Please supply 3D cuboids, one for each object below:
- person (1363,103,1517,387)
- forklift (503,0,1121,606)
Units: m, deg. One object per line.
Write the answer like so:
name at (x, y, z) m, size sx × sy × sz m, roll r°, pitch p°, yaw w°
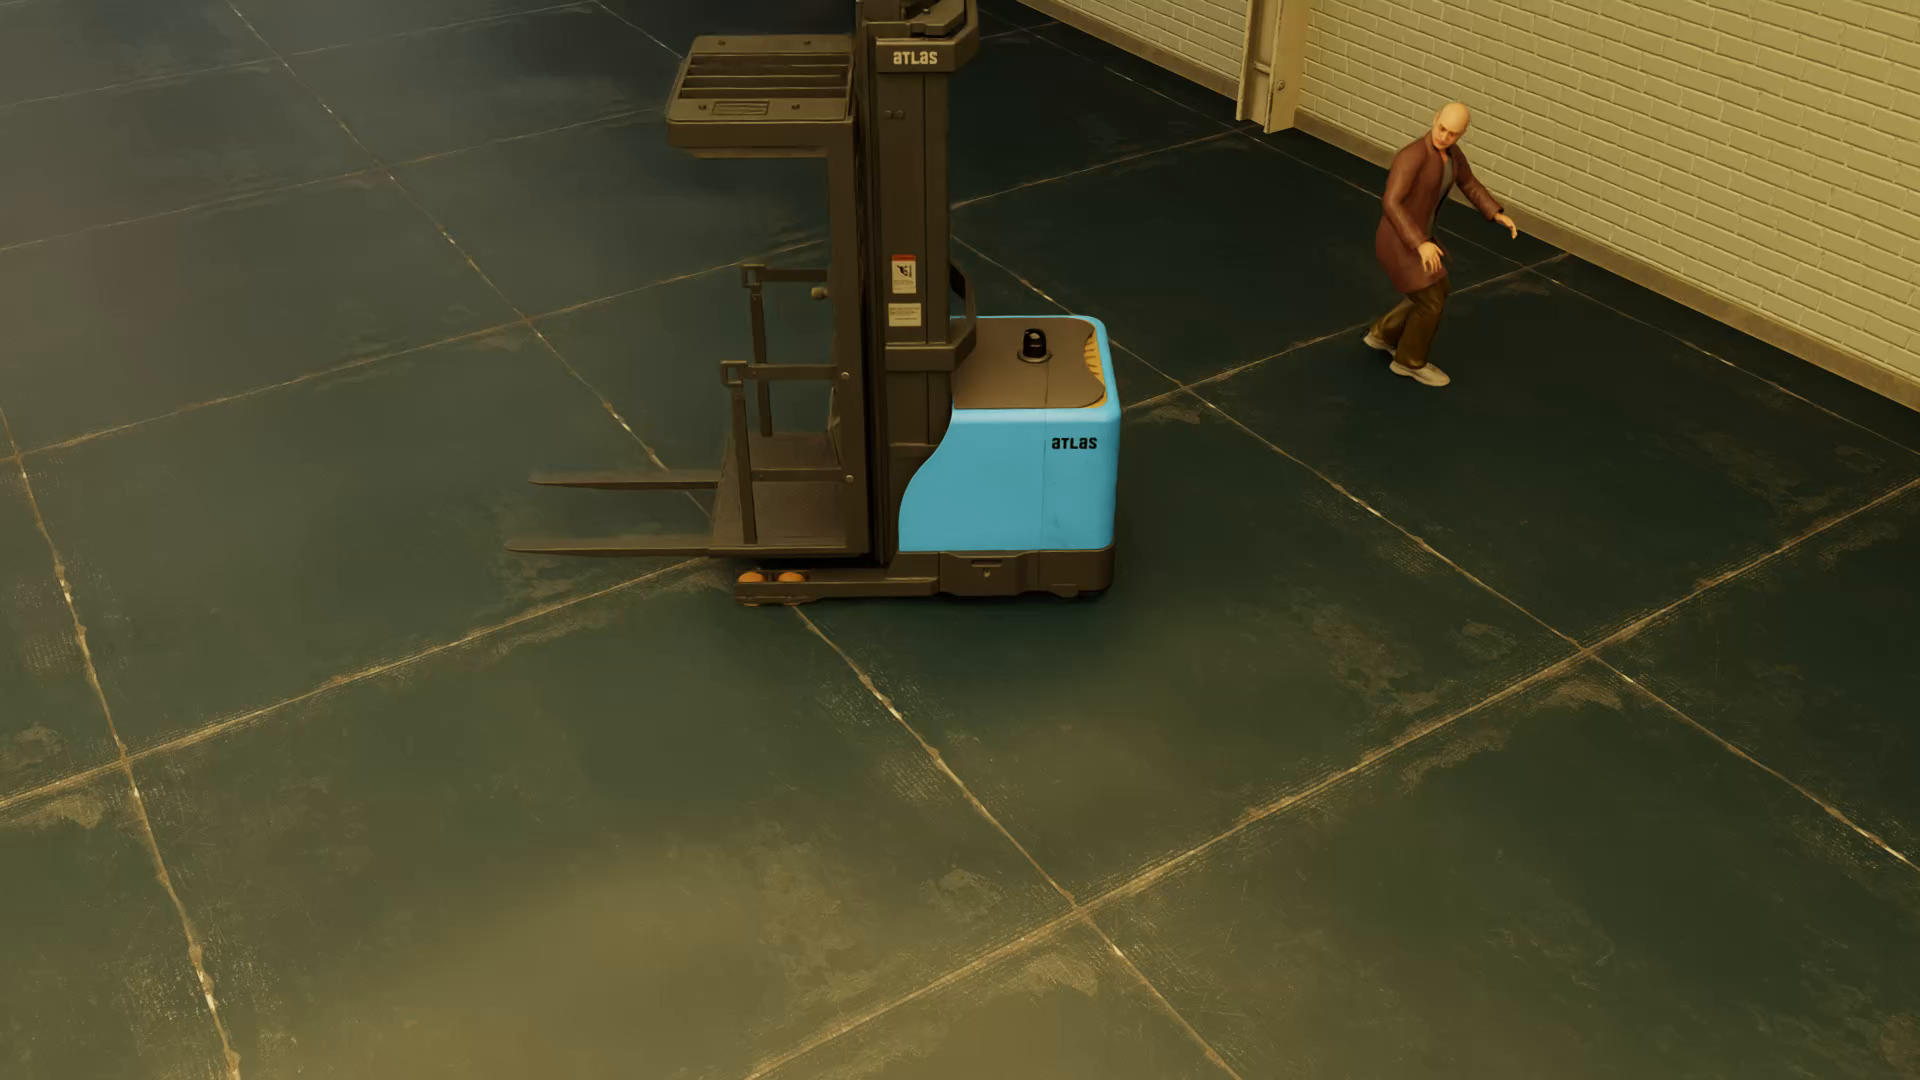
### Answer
person at (2.781, -1.696, 9.656) m, size 0.756 × 1.697 × 0.863 m, roll 19°, pitch 39°, yaw 25°
forklift at (-0.758, -1.180, 7.827) m, size 3.031 × 2.935 × 1.130 m, roll -1°, pitch 35°, yaw -1°
